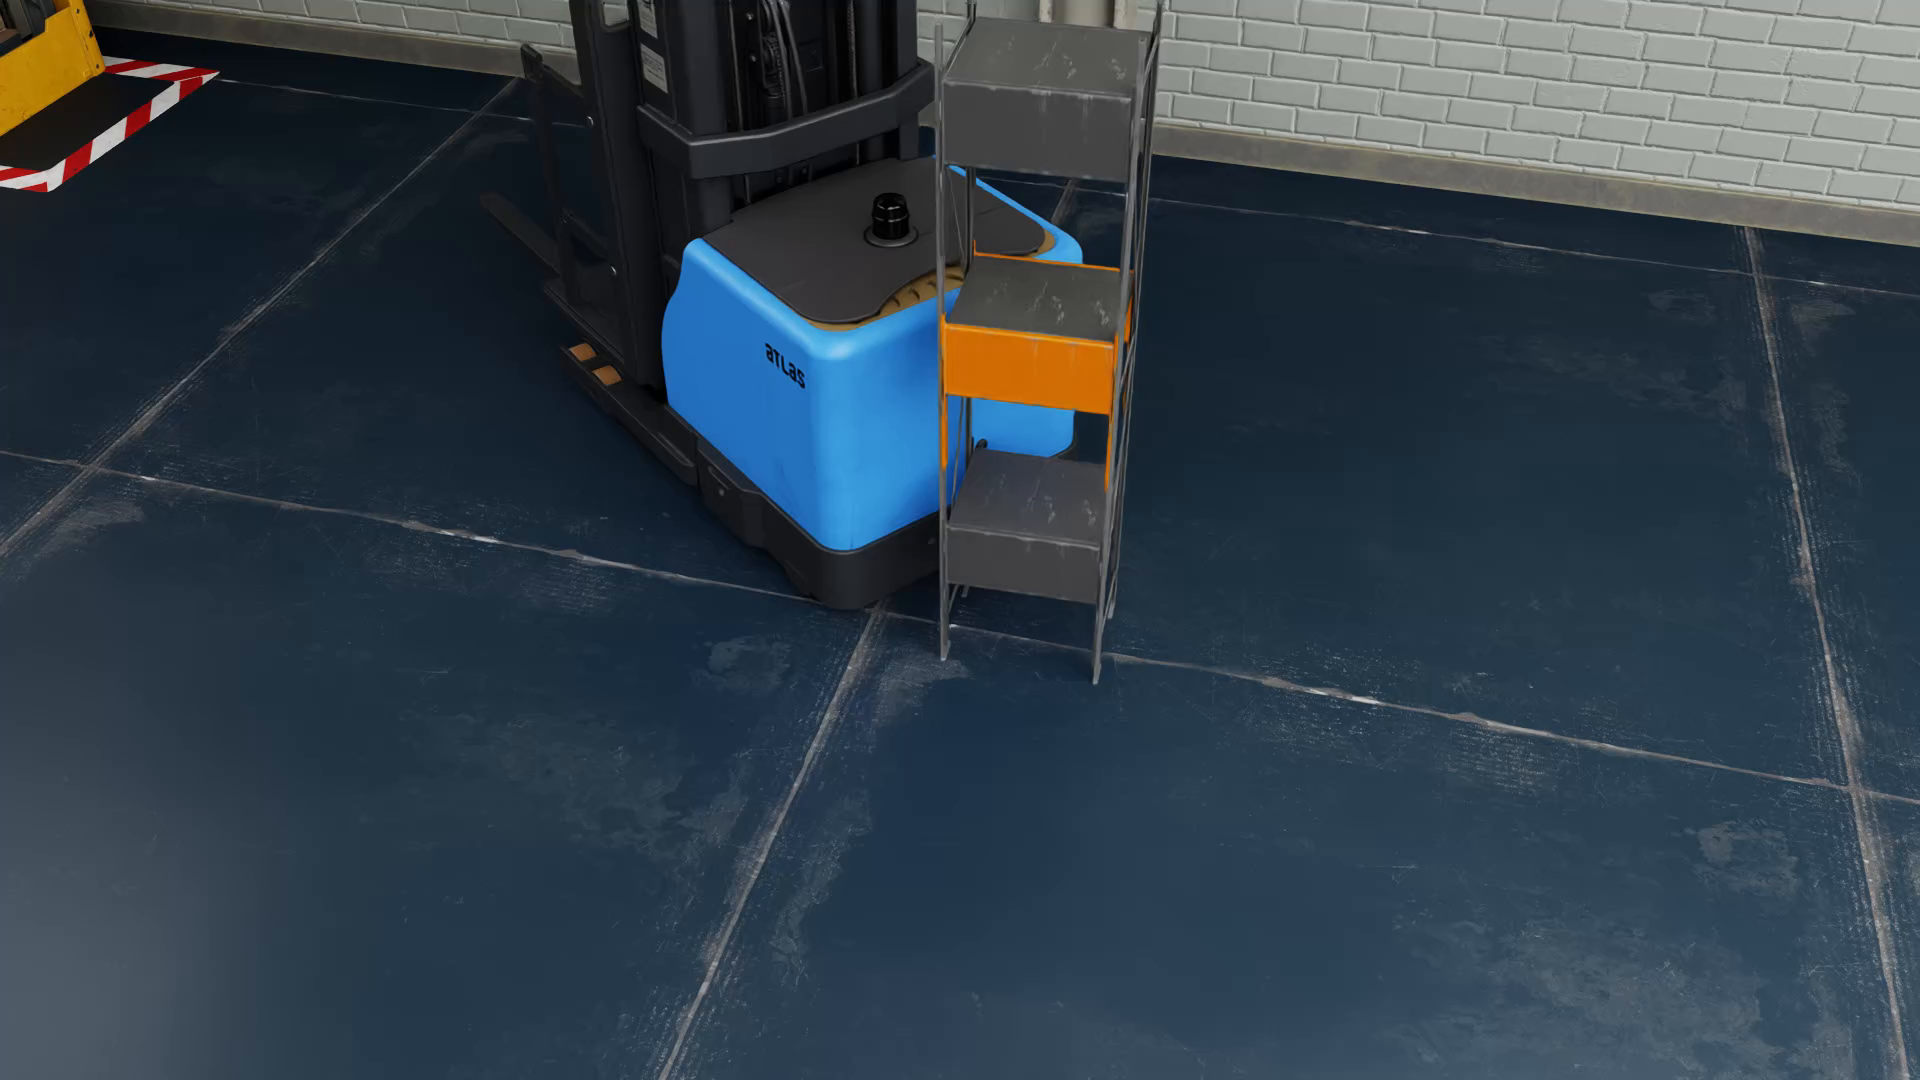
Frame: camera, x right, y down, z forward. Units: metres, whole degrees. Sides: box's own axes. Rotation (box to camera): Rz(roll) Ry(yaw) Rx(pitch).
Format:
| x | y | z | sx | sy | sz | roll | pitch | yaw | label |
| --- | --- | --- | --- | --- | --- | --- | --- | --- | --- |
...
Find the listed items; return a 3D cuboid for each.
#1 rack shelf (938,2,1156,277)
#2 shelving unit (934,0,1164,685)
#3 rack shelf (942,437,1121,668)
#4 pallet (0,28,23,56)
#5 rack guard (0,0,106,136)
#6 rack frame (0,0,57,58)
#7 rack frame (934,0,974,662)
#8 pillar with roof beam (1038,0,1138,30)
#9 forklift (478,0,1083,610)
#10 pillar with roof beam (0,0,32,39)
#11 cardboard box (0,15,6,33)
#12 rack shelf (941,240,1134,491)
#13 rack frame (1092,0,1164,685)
| x | y | z | sx | sy | sz | roll | pitch | yaw | label |
| --- | --- | --- | --- | --- | --- | --- | --- | --- | --- |
| 0.226 | -1.034 | 4.281 | 0.480 | 0.518 | 0.431 | 8 | 41 | 9 | rack shelf |
| 0.226 | -0.509 | 4.723 | 0.503 | 2.100 | 0.431 | 8 | 41 | 9 | shelving unit |
| 0.226 | 0.038 | 5.182 | 0.480 | 0.518 | 0.431 | 8 | 41 | 9 | rack shelf |
| -5.529 | -2.328 | 8.358 | 1.213 | 0.211 | 1.003 | 10 | 41 | 11 | pallet |
| -4.757 | -2.334 | 8.140 | 0.348 | 0.500 | 1.175 | 10 | 41 | 11 | rack guard |
| -4.780 | -3.295 | 7.341 | 0.127 | 3.000 | 1.000 | 10 | 41 | 11 | rack frame |
| -0.012 | -0.542 | 4.763 | 0.015 | 2.100 | 0.400 | 8 | 41 | 9 | rack frame |
| -0.536 | -2.596 | 1.844 | 0.400 | 9.000 | 9.100 | 10 | 41 | 11 | pillar with roof beam |
| -0.892 | -1.791 | 5.604 | 1.130 | 2.935 | 3.031 | -26 | 47 | -28 | forklift |
| -6.332 | -3.593 | 3.032 | 0.400 | 9.000 | 9.100 | 10 | 41 | 11 | pillar with roof beam |
| -5.204 | -2.606 | 8.332 | 0.500 | 0.250 | 0.500 | 10 | 41 | 12 | cardboard box |
| 0.226 | -0.498 | 4.732 | 0.480 | 0.518 | 0.431 | 8 | 41 | 9 | rack shelf |
| 0.465 | -0.475 | 4.683 | 0.015 | 2.100 | 0.400 | 8 | 41 | 9 | rack frame |
